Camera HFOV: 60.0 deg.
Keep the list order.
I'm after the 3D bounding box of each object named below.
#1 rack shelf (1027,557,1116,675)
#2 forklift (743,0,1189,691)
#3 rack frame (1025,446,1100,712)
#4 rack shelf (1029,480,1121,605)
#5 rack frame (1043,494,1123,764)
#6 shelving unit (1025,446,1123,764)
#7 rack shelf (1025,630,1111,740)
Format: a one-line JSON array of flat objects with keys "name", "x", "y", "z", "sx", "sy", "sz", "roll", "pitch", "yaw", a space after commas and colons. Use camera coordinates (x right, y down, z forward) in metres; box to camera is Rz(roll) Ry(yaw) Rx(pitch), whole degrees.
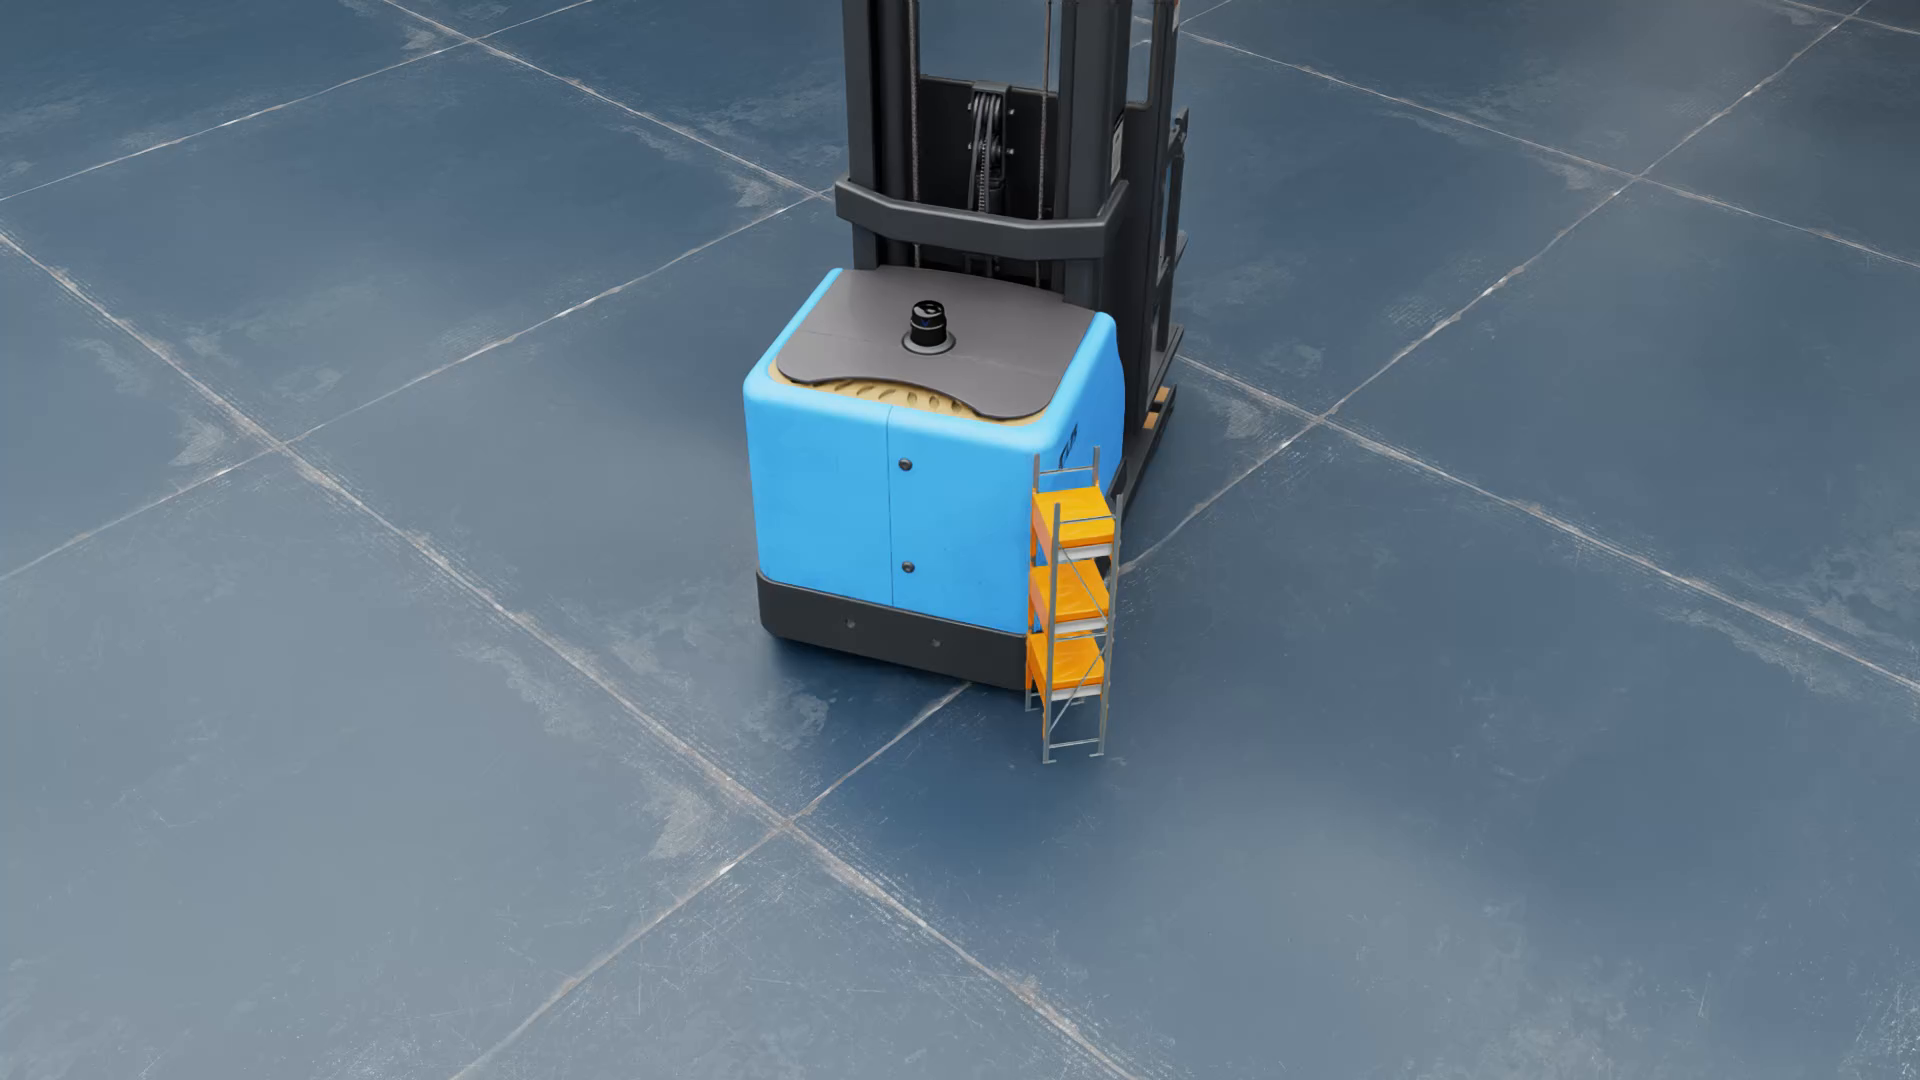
[{"name": "rack shelf", "x": 0.340, "y": 0.229, "z": 5.135, "sx": 0.215, "sy": 0.259, "sz": 0.240, "roll": -7, "pitch": 39, "yaw": -9}, {"name": "forklift", "x": 0.252, "y": -1.571, "z": 5.870, "sx": 1.130, "sy": 2.935, "sz": 3.031, "roll": 12, "pitch": 40, "yaw": 14}, {"name": "rack frame", "x": 0.315, "y": 0.147, "z": 5.222, "sx": 0.200, "sy": 1.050, "sz": 0.008, "roll": -7, "pitch": 39, "yaw": -9}, {"name": "rack shelf", "x": 0.340, "y": 0.007, "z": 4.958, "sx": 0.215, "sy": 0.259, "sz": 0.240, "roll": -7, "pitch": 39, "yaw": -9}, {"name": "rack frame", "x": 0.365, "y": 0.296, "z": 5.035, "sx": 0.200, "sy": 1.050, "sz": 0.008, "roll": -7, "pitch": 39, "yaw": -9}, {"name": "shelving unit", "x": 0.340, "y": 0.221, "z": 5.128, "sx": 0.215, "sy": 1.050, "sz": 0.252, "roll": -7, "pitch": 39, "yaw": -9}, {"name": "rack shelf", "x": 0.340, "y": 0.447, "z": 5.308, "sx": 0.215, "sy": 0.259, "sz": 0.240, "roll": -7, "pitch": 39, "yaw": -9}]
